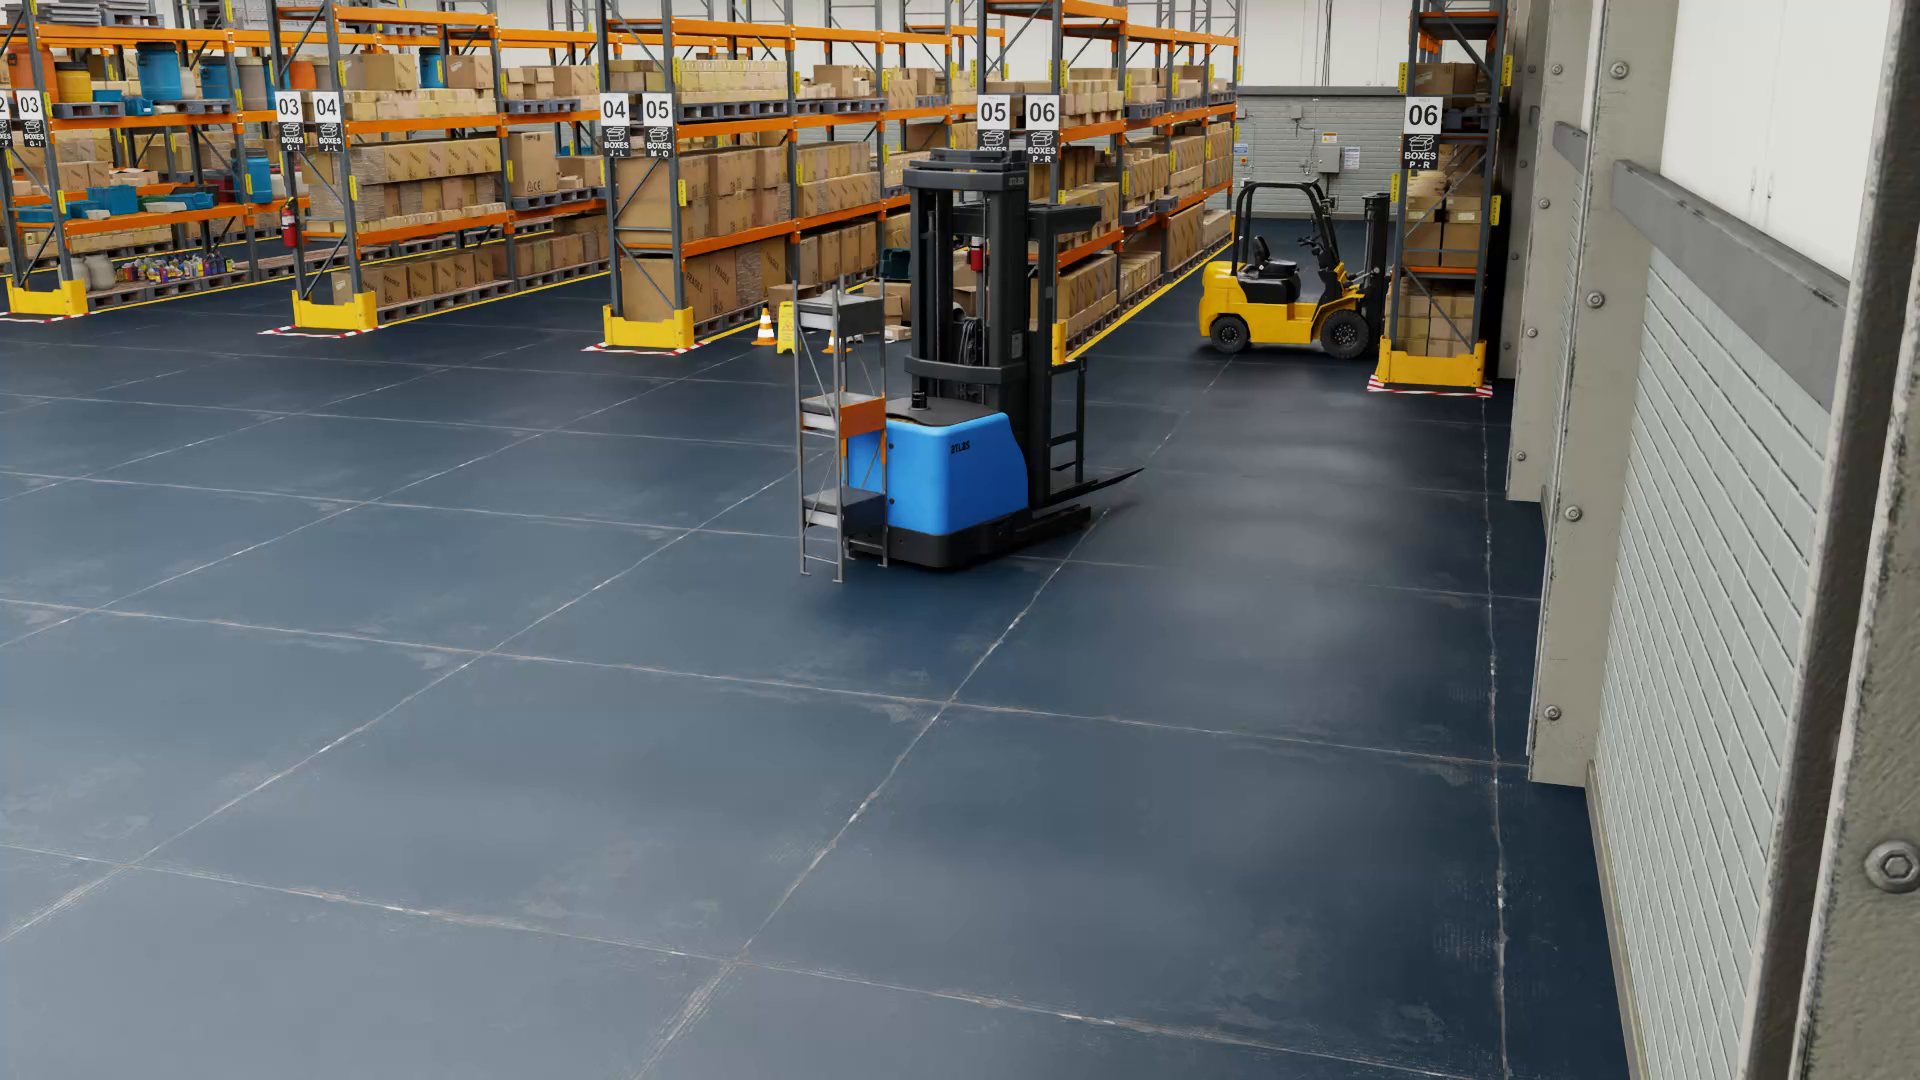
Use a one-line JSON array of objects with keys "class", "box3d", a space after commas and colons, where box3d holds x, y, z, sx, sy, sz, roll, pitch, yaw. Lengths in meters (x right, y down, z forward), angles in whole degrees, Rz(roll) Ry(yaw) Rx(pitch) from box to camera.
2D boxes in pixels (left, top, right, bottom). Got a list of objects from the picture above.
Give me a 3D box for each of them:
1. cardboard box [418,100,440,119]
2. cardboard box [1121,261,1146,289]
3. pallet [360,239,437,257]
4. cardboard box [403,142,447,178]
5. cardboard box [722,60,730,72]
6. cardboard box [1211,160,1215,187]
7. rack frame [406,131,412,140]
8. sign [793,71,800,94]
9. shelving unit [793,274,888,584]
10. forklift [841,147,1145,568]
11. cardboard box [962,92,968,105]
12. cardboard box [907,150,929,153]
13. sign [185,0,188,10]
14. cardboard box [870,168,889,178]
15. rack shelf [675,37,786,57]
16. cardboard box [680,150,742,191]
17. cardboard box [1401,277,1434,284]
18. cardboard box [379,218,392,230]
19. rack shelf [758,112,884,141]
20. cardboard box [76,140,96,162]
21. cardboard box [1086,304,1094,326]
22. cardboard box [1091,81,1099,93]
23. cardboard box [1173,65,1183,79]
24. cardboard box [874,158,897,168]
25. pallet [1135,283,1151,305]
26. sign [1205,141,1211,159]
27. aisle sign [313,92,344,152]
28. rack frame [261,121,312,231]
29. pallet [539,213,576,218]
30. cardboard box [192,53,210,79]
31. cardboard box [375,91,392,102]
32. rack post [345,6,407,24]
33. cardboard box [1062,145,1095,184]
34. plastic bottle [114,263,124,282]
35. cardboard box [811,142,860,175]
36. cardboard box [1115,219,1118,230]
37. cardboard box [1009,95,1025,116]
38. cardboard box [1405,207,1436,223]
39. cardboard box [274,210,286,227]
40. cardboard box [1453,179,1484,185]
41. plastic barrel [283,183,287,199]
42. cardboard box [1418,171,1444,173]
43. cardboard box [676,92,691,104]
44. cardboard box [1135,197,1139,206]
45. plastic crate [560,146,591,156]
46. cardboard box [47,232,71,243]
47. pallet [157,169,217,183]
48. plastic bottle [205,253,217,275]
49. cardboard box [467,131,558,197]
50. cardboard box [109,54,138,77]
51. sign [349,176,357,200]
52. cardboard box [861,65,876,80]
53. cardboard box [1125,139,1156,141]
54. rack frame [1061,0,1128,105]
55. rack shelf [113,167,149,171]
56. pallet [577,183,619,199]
[{"class": "cardboard box", "box3d": [-7.993, -6.311, 24.359, 0.500, 0.250, 0.500, 5, 17, 18]}, {"class": "cardboard box", "box3d": [2.376, -4.156, 26.031, 0.950, 0.372, 0.625, 5, 17, 18]}, {"class": "pallet", "box3d": [-11.097, -5.777, 32.812, 1.003, 0.211, 1.213, 5, 16, 16]}, {"class": "cardboard box", "box3d": [-7.962, -5.620, 24.585, 0.500, 0.500, 0.500, 5, 16, 16]}, {"class": "cardboard box", "box3d": [-3.316, -6.372, 22.348, 0.380, 0.149, 0.250, 4, 16, 15]}, {"class": "cardboard box", "box3d": [4.637, -7.085, 32.129, 0.500, 0.500, 0.500, 5, 17, 16]}, {"class": "rack frame", "box3d": [-13.755, -9.388, 40.429, 1.000, 3.000, 0.127, 5, 16, 16]}, {"class": "sign", "box3d": [-2.409, -6.755, 24.559, 0.100, 0.325, 0.005, 5, 16, 16]}, {"class": "shelving unit", "box3d": [-0.837, -0.789, 11.765, 0.431, 2.100, 0.503, 12, 20, 36]}, {"class": "forklift", "box3d": [0.387, -1.546, 12.908, 1.130, 2.935, 3.031, 12, 20, 36]}, {"class": "cardboard box", "box3d": [-0.150, -8.764, 33.009, 0.500, 0.250, 0.500, 4, 16, 15]}, {"class": "cardboard box", "box3d": [-0.802, -7.500, 33.048, 0.500, 0.500, 0.500, 5, 16, 16]}, {"class": "sign", "box3d": [-19.036, -13.227, 40.970, 0.100, 0.325, 0.005, 5, 16, 16]}, {"class": "cardboard box", "box3d": [-1.476, -6.449, 29.216, 0.380, 0.149, 0.250, 5, 17, 18]}, {"class": "rack shelf", "box3d": [-4.827, -10.443, 35.207, 1.077, 0.370, 4.000, 5, 16, 16]}, {"class": "cardboard box", "box3d": [-3.553, -5.143, 23.210, 0.875, 0.550, 0.500, 5, 16, 16]}, {"class": "cardboard box", "box3d": [5.712, -3.184, 20.994, 0.500, 0.250, 0.500, 4, 16, 15]}, {"class": "cardboard box", "box3d": [-8.321, -4.496, 23.643, 0.380, 0.149, 0.250, 5, 16, 16]}, {"class": "rack shelf", "box3d": [-2.374, -6.688, 26.733, 1.077, 0.370, 4.000, 5, 16, 16]}, {"class": "cardboard box", "box3d": [-19.668, -8.651, 37.066, 0.500, 0.500, 0.500, 5, 17, 16]}, {"class": "cardboard box", "box3d": [1.485, -3.009, 22.212, 0.500, 0.250, 0.500, 6, 17, 20]}, {"class": "cardboard box", "box3d": [1.603, -5.903, 21.647, 0.380, 0.149, 0.250, 5, 17, 17]}, {"class": "cardboard box", "box3d": [4.458, -8.902, 32.077, 0.797, 0.503, 0.637, 6, 17, 20]}, {"class": "cardboard box", "box3d": [-1.340, -6.722, 29.632, 0.380, 0.149, 0.250, 5, 16, 16]}, {"class": "pallet", "box3d": [2.397, -3.893, 26.167, 1.003, 0.211, 1.213, 5, 16, 16]}, {"class": "sign", "box3d": [4.629, -7.283, 31.032, 0.100, 0.325, 0.005, 5, 16, 16]}, {"class": "aisle sign", "box3d": [-8.536, -5.644, 22.465, 0.394, 0.787, 0.004, 5, 16, 16]}, {"class": "rack frame", "box3d": [-14.892, -8.341, 36.740, 1.000, 3.000, 0.127, 5, 16, 16]}, {"class": "pallet", "box3d": [-9.279, -7.448, 38.702, 1.003, 0.211, 1.213, 5, 16, 16]}, {"class": "cardboard box", "box3d": [-15.609, -9.647, 33.832, 0.500, 0.500, 0.500, 5, 16, 16]}, {"class": "cardboard box", "box3d": [-8.240, -6.251, 23.418, 0.380, 0.149, 0.250, 5, 17, 18]}, {"class": "rack post", "box3d": [-11.114, -9.952, 31.564, 0.954, 0.300, 0.937, 5, 16, 16]}, {"class": "cardboard box", "box3d": [1.500, -5.284, 23.402, 0.700, 0.500, 0.500, 4, 16, 15]}, {"class": "plastic bottle", "box3d": [-13.437, -4.268, 26.551, 0.061, 0.283, 0.133, 5, 17, 17]}, {"class": "cardboard box", "box3d": [-2.085, -6.394, 27.861, 0.700, 0.500, 0.500, 4, 16, 15]}, {"class": "cardboard box", "box3d": [2.034, -4.482, 23.594, 0.380, 0.149, 0.250, 4, 16, 15]}, {"class": "cardboard box", "box3d": [0.583, -5.333, 20.366, 0.500, 0.250, 0.500, 4, 16, 15]}, {"class": "cardboard box", "box3d": [5.286, -3.753, 19.191, 0.380, 0.149, 0.250, 5, 17, 17]}, {"class": "cardboard box", "box3d": [-14.906, -7.070, 36.034, 0.500, 0.500, 0.500, 5, 16, 16]}, {"class": "cardboard box", "box3d": [6.681, -4.660, 21.846, 0.380, 0.149, 0.250, 4, 16, 14]}, {"class": "plastic barrel", "box3d": [-11.894, -6.131, 29.201, 0.301, 0.262, 0.301, 0, 16, 0]}, {"class": "cardboard box", "box3d": [7.356, -5.673, 25.960, 0.380, 0.149, 0.250, 5, 17, 18]}, {"class": "cardboard box", "box3d": [-3.674, -5.659, 21.293, 0.380, 0.149, 0.250, 5, 17, 16]}, {"class": "cardboard box", "box3d": [2.492, -5.120, 25.076, 0.380, 0.149, 0.250, 5, 17, 17]}, {"class": "plastic crate", "box3d": [-8.923, -8.946, 38.699, 0.616, 0.435, 0.499, 5, 16, 16]}, {"class": "cardboard box", "box3d": [-16.662, -5.616, 30.375, 0.500, 0.311, 0.500, 4, 16, 15]}, {"class": "pallet", "box3d": [-15.904, -7.385, 33.721, 1.213, 0.211, 1.003, 5, 16, 16]}, {"class": "plastic bottle", "box3d": [-12.379, -4.559, 27.455, 0.144, 0.351, 0.185, 4, 16, 13]}, {"class": "cardboard box", "box3d": [-7.309, -6.167, 27.204, 1.000, 1.000, 1.000, 5, 17, 16]}, {"class": "cardboard box", "box3d": [-19.171, -10.871, 38.109, 0.500, 0.500, 0.500, 4, 16, 15]}, {"class": "sign", "box3d": [-8.285, -4.807, 22.693, 0.100, 0.325, 0.005, 5, 16, 16]}, {"class": "cardboard box", "box3d": [-1.594, -8.438, 29.998, 0.396, 0.266, 0.258, 5, 16, 16]}, {"class": "cardboard box", "box3d": [3.151, -6.706, 28.959, 0.500, 0.500, 0.500, 5, 16, 16]}, {"class": "rack frame", "box3d": [1.833, -7.597, 23.121, 1.000, 3.000, 0.127, 5, 16, 16]}, {"class": "rack shelf", "box3d": [-19.074, -8.901, 40.034, 1.077, 0.370, 4.000, 5, 16, 16]}, {"class": "pallet", "box3d": [-6.632, -6.238, 29.678, 1.213, 0.211, 1.003, 5, 16, 16]}]
